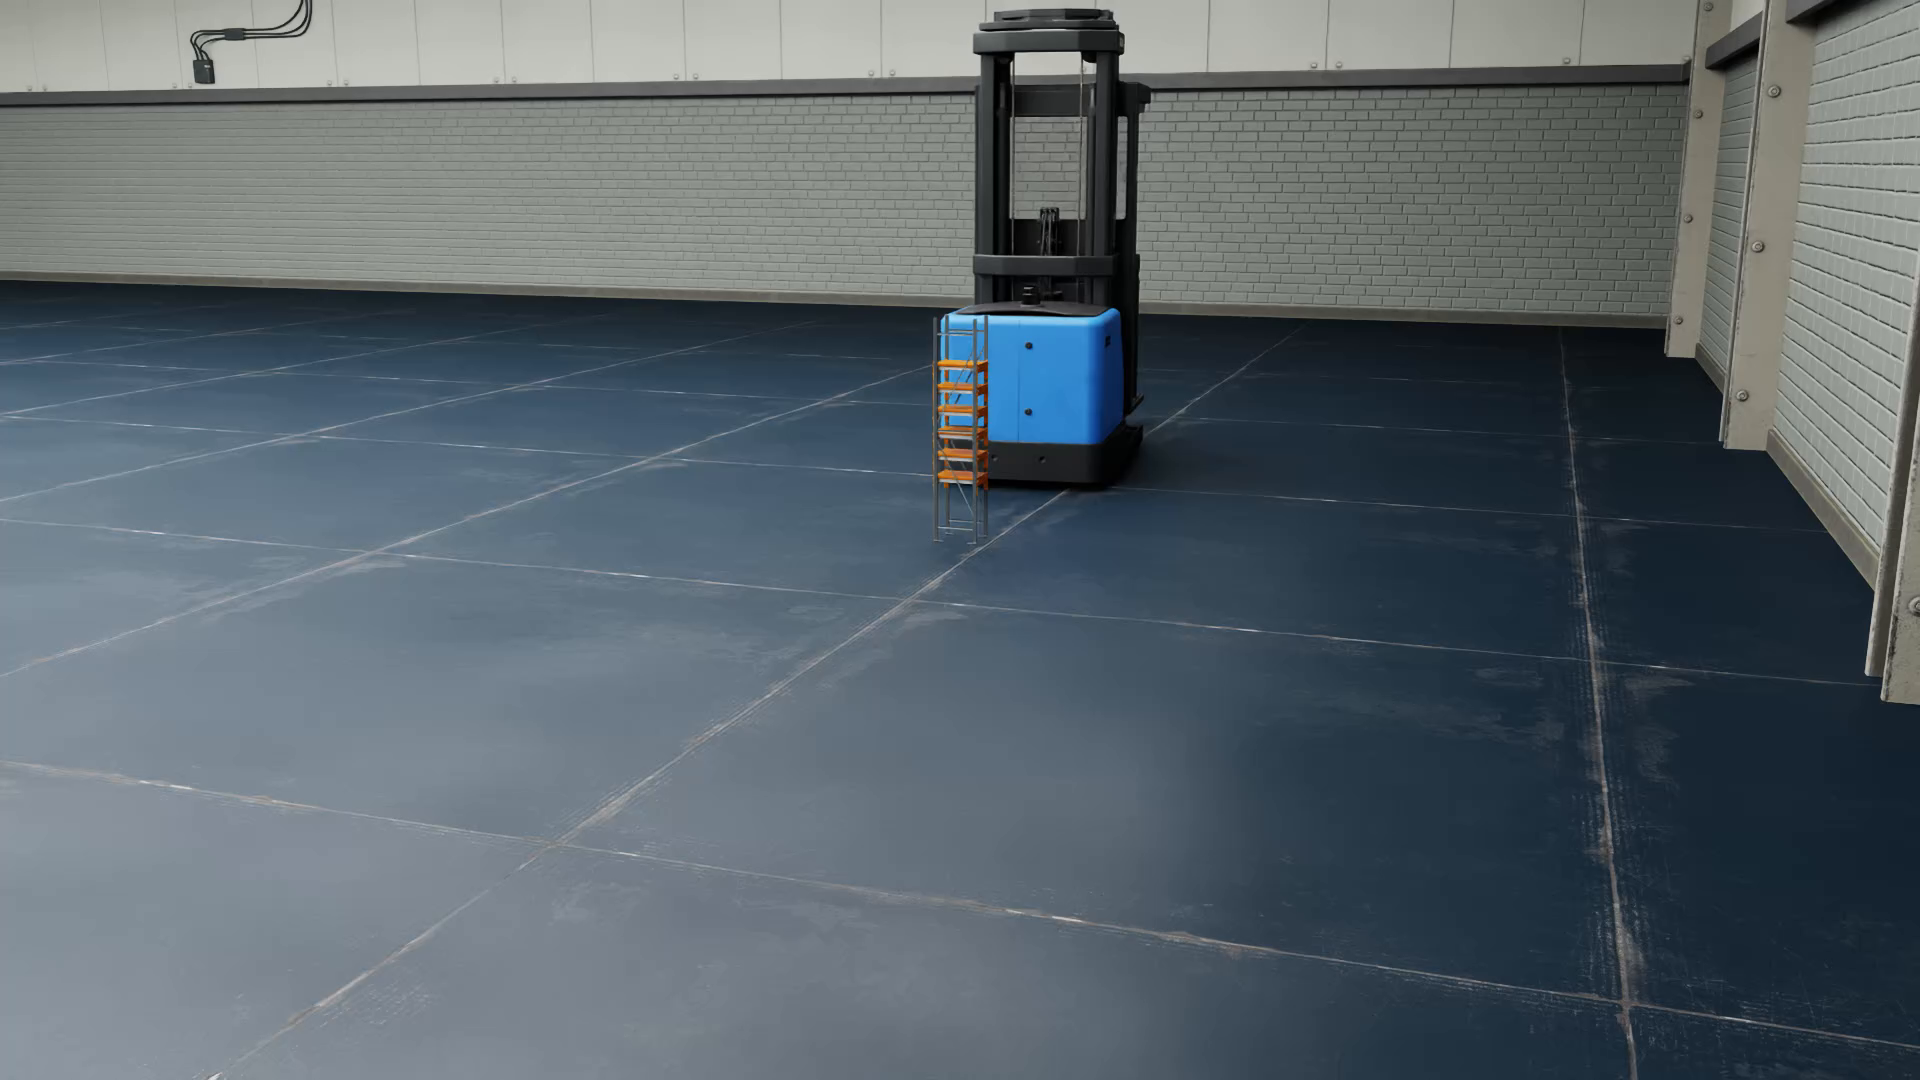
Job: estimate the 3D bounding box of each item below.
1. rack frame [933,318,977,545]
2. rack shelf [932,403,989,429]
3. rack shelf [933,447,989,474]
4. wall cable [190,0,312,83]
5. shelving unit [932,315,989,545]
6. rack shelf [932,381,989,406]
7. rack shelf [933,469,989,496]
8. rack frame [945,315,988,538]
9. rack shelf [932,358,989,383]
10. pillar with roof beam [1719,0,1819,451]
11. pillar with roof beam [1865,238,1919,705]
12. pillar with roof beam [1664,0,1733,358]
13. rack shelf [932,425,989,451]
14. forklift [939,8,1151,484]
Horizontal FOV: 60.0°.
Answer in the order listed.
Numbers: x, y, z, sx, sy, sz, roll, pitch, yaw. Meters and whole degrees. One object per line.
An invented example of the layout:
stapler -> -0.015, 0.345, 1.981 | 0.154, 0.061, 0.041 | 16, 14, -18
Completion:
rack frame -> -0.025, -0.569, 8.783 | 0.240, 1.200, 0.006 | 4, 14, 18
rack shelf -> 0.005, -0.662, 8.851 | 0.258, 0.103, 0.180 | 4, 14, 18
rack shelf -> 0.005, -0.428, 8.904 | 0.258, 0.103, 0.180 | 4, 14, 18
wall cable -> -11.029, -10.097, 25.360 | 2.305, 6.003, 0.169 | 4, 14, 18
shelving unit -> 0.005, -0.588, 8.868 | 0.258, 1.200, 0.189 | 4, 14, 18
rack shelf -> 0.005, -0.779, 8.824 | 0.258, 0.103, 0.180 | 4, 14, 18
rack shelf -> 0.005, -0.311, 8.931 | 0.258, 0.103, 0.180 | 4, 14, 18
rack frame -> 0.034, -0.607, 8.952 | 0.240, 1.200, 0.006 | 4, 14, 18
rack shelf -> 0.005, -0.896, 8.798 | 0.258, 0.103, 0.180 | 4, 14, 18
pillar with roof beam -> 1.580, -5.379, 12.333 | 9.100, 9.000, 0.400 | 4, 14, 18
pillar with roof beam -> -0.362, -4.116, 6.798 | 9.100, 9.000, 0.400 | 4, 14, 18
pillar with roof beam -> 3.521, -6.643, 17.868 | 9.100, 9.000, 0.400 | 4, 14, 18
rack shelf -> 0.005, -0.545, 8.878 | 0.258, 0.103, 0.180 | 4, 14, 18
forklift -> 0.693, -2.057, 11.413 | 1.130, 2.935, 3.031 | 3, 13, 12
